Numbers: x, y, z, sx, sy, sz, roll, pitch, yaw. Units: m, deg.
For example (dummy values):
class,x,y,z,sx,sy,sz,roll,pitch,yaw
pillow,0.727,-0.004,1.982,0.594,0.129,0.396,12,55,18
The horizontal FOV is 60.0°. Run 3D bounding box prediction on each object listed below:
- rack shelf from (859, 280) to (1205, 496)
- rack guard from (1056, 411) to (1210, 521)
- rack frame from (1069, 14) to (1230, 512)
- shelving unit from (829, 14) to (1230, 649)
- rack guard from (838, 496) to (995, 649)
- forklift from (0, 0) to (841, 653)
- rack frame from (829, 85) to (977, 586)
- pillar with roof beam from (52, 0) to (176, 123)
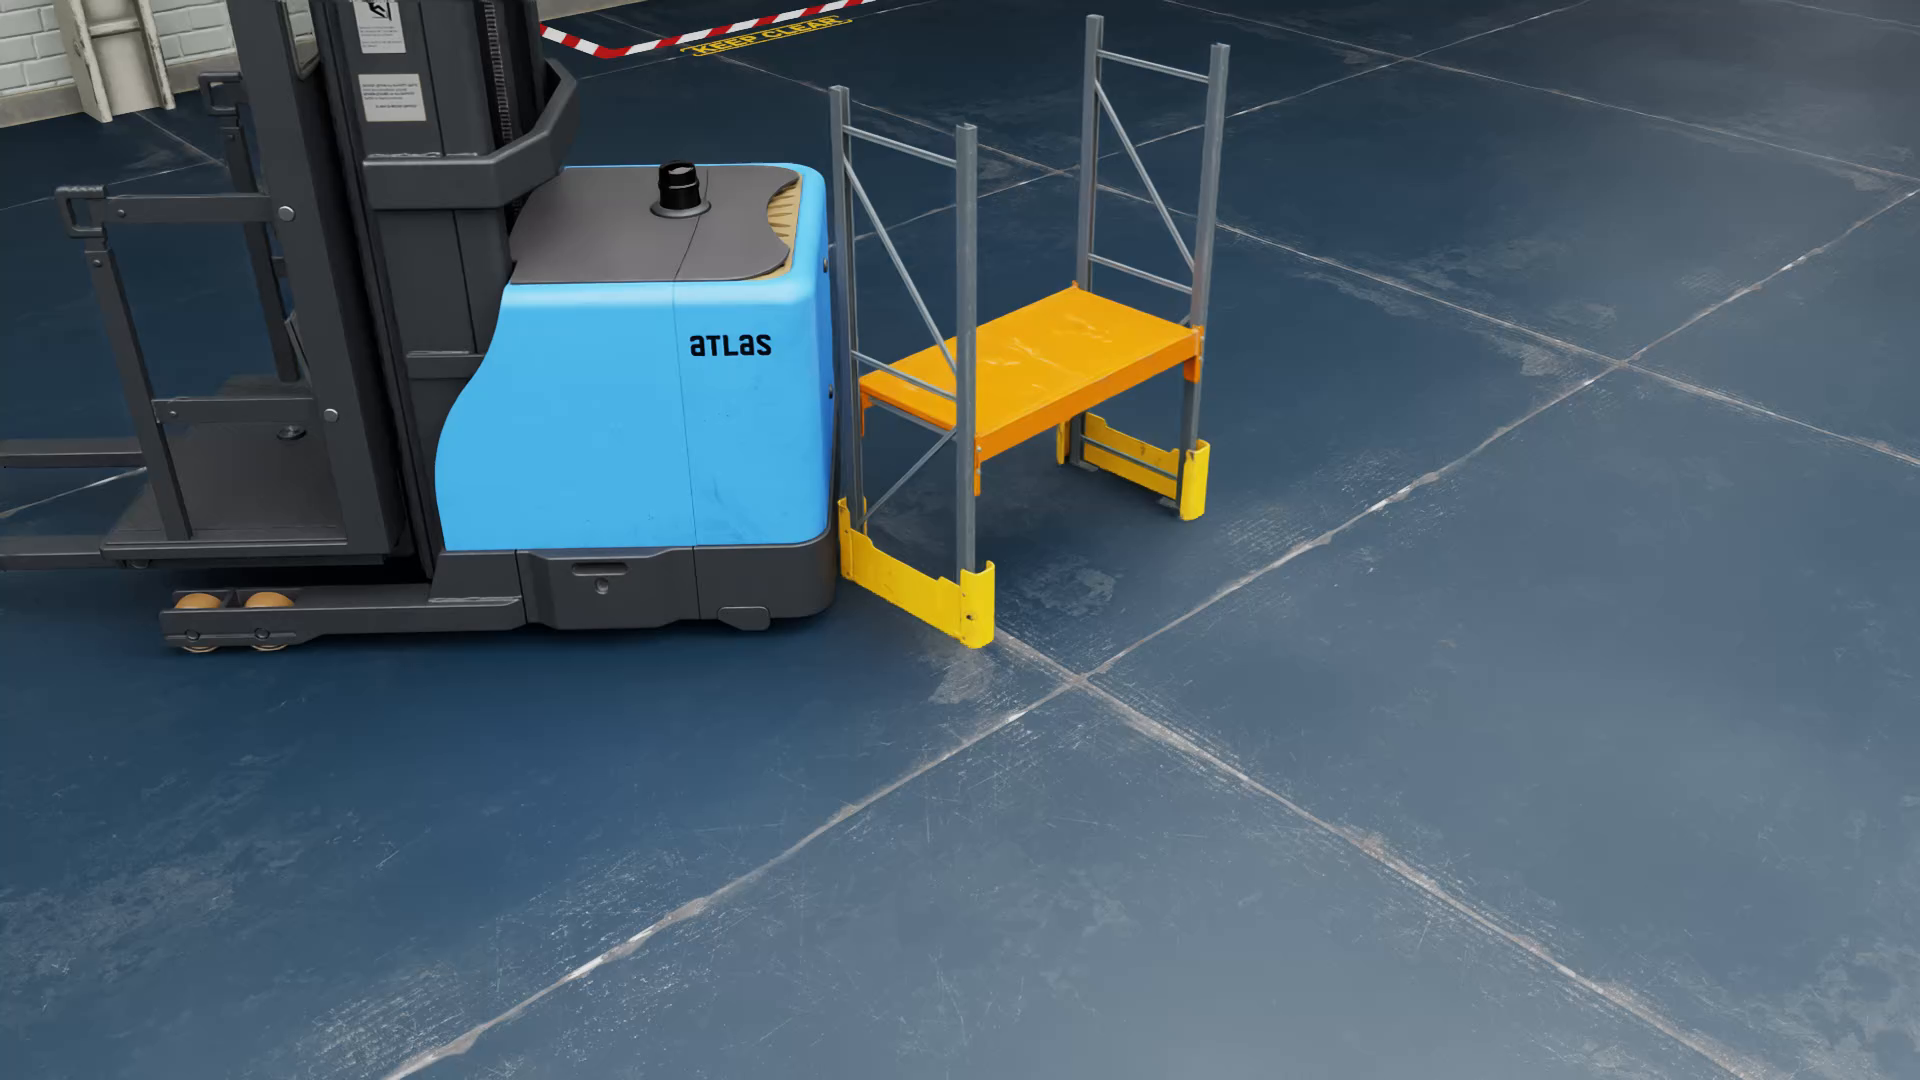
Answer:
class,x,y,z,sx,sy,sz,roll,pitch,yaw
rack shelf,0.207,-0.477,4.937,0.538,0.185,1.000,27,40,36
rack guard,0.561,-0.287,5.479,0.587,0.250,0.087,27,40,36
rack frame,0.561,-0.820,5.154,0.500,1.500,0.032,27,40,36
shelving unit,0.213,-0.634,4.848,0.587,1.500,1.083,27,40,36
rack guard,-0.134,0.086,4.870,0.587,0.250,0.087,27,40,36
forklift,-1.896,-1.213,4.424,3.031,2.935,1.130,-1,31,-2
rack frame,-0.147,-0.440,4.532,0.500,1.500,0.032,27,40,36
pillar with roof beam,-1.624,-4.555,4.073,0.400,9.000,9.100,-26,40,-35
